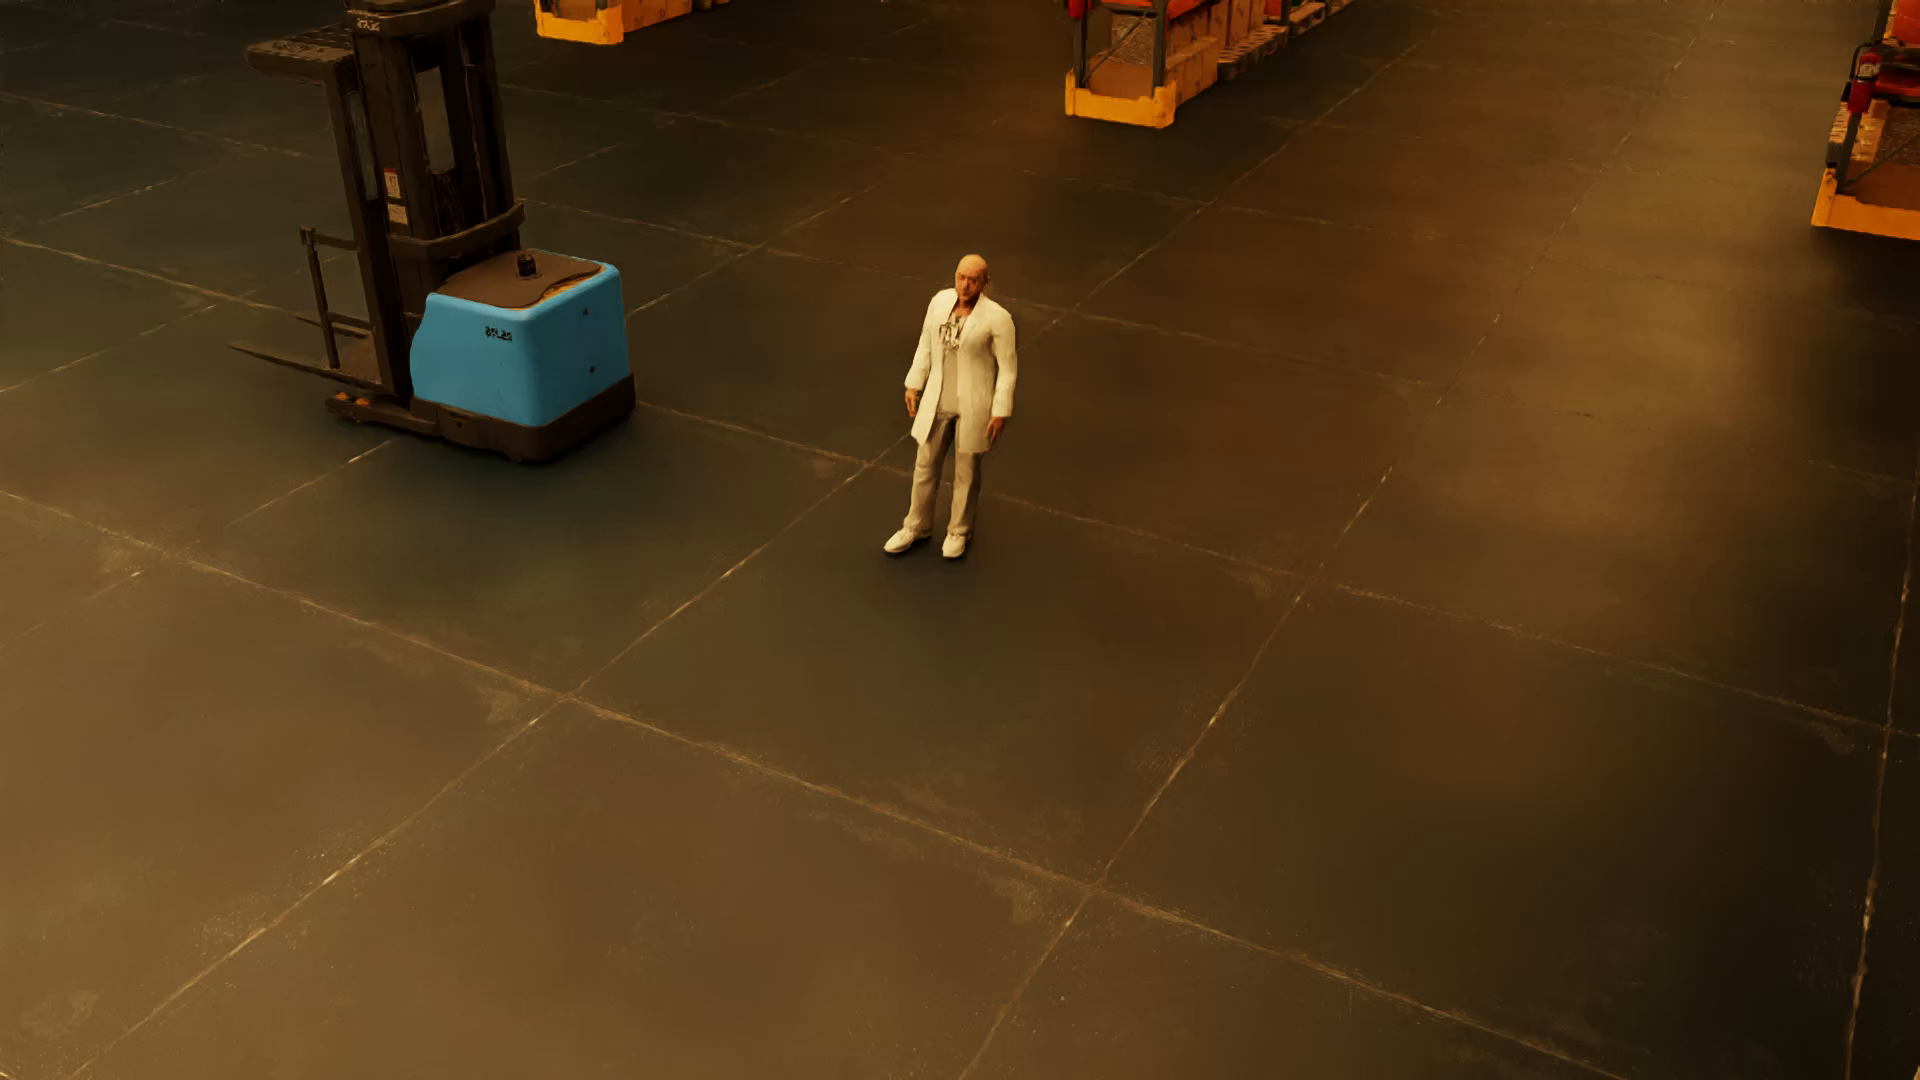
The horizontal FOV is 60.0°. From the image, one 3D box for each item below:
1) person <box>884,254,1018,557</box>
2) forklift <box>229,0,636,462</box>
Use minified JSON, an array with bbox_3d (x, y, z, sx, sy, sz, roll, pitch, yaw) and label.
[{"bbox_3d":[-0.048,-0.738,9.488,0.694,1.776,0.579,15,33,25],"label":"person"},{"bbox_3d":[-3.785,-2.287,11.033,3.031,2.935,1.130,15,33,24],"label":"forklift"}]
